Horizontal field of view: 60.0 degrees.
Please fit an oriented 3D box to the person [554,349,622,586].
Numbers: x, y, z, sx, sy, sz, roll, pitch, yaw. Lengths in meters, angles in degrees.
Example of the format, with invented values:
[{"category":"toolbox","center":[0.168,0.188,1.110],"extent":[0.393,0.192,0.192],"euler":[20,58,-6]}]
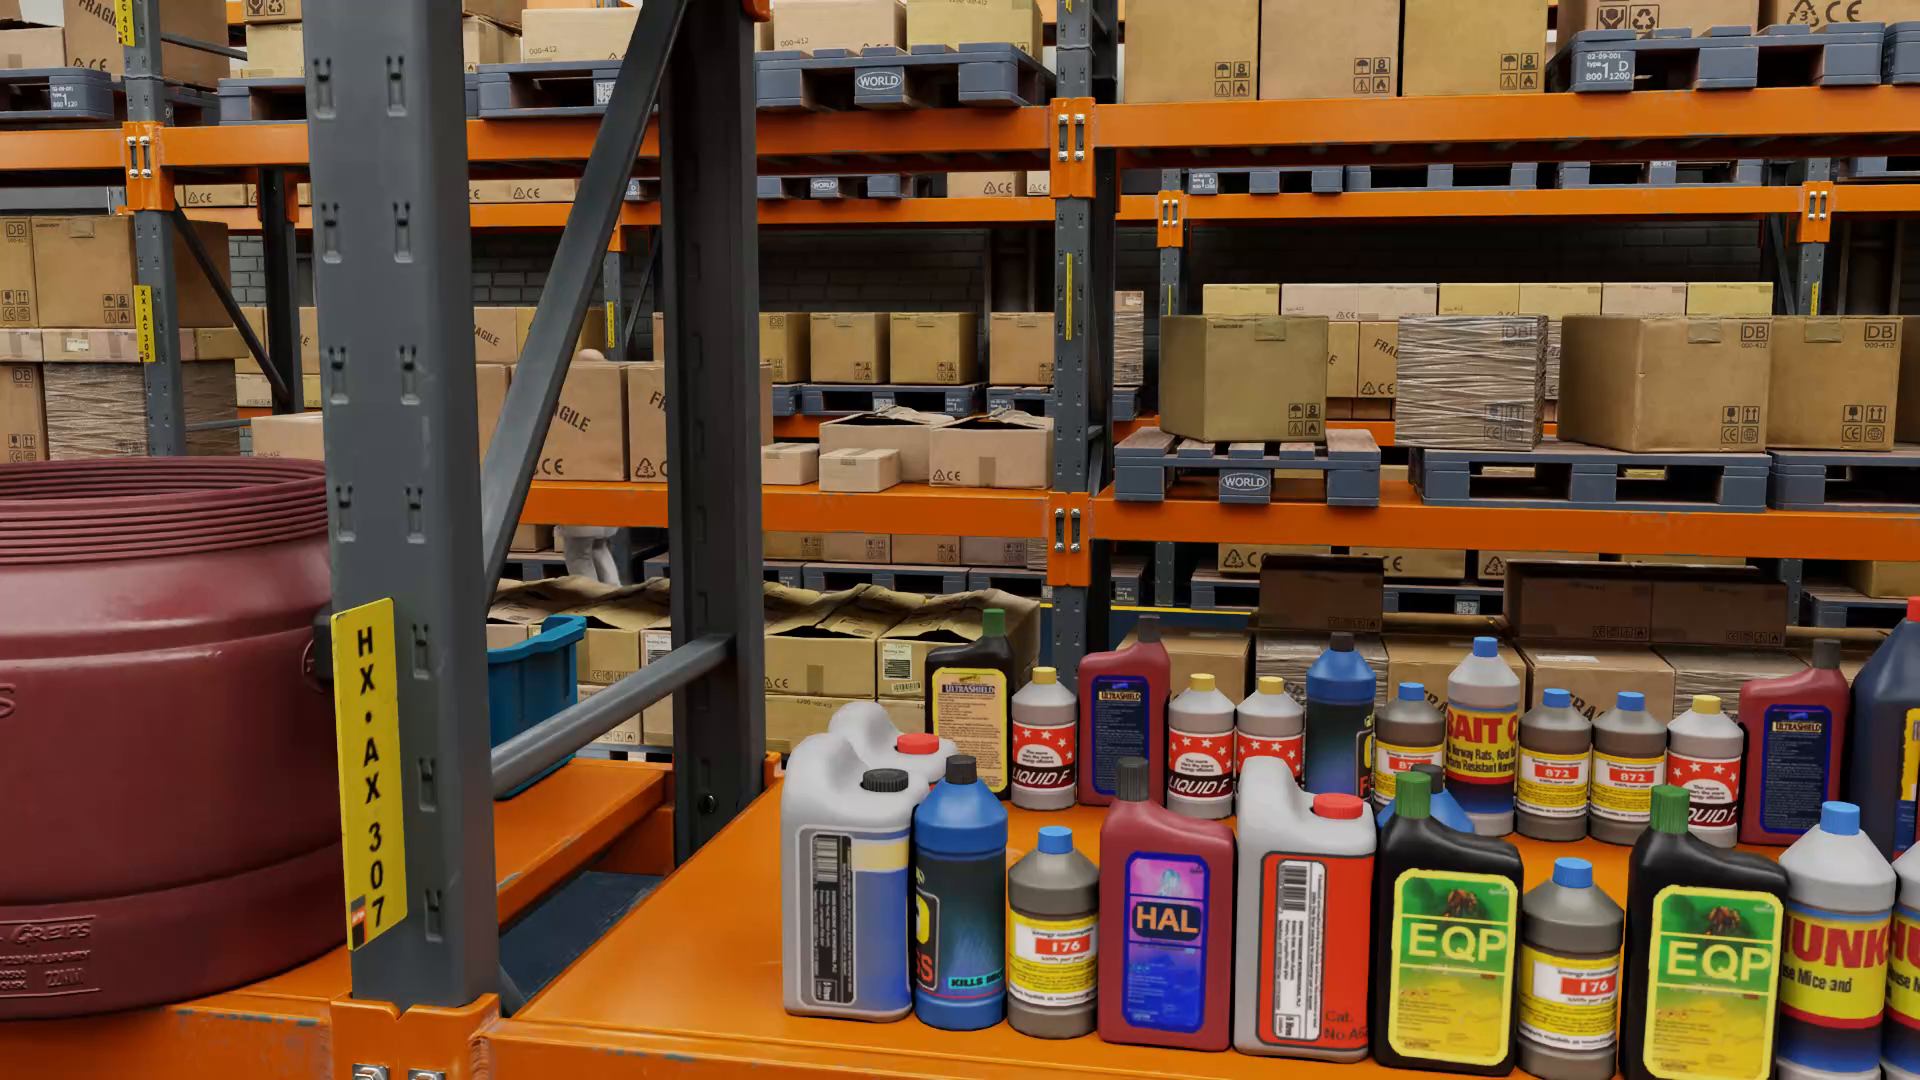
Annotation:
[{"category":"person","center":[-2.251,-0.255,10.044],"extent":[0.499,1.790,0.592],"euler":[7,11,43]}]
